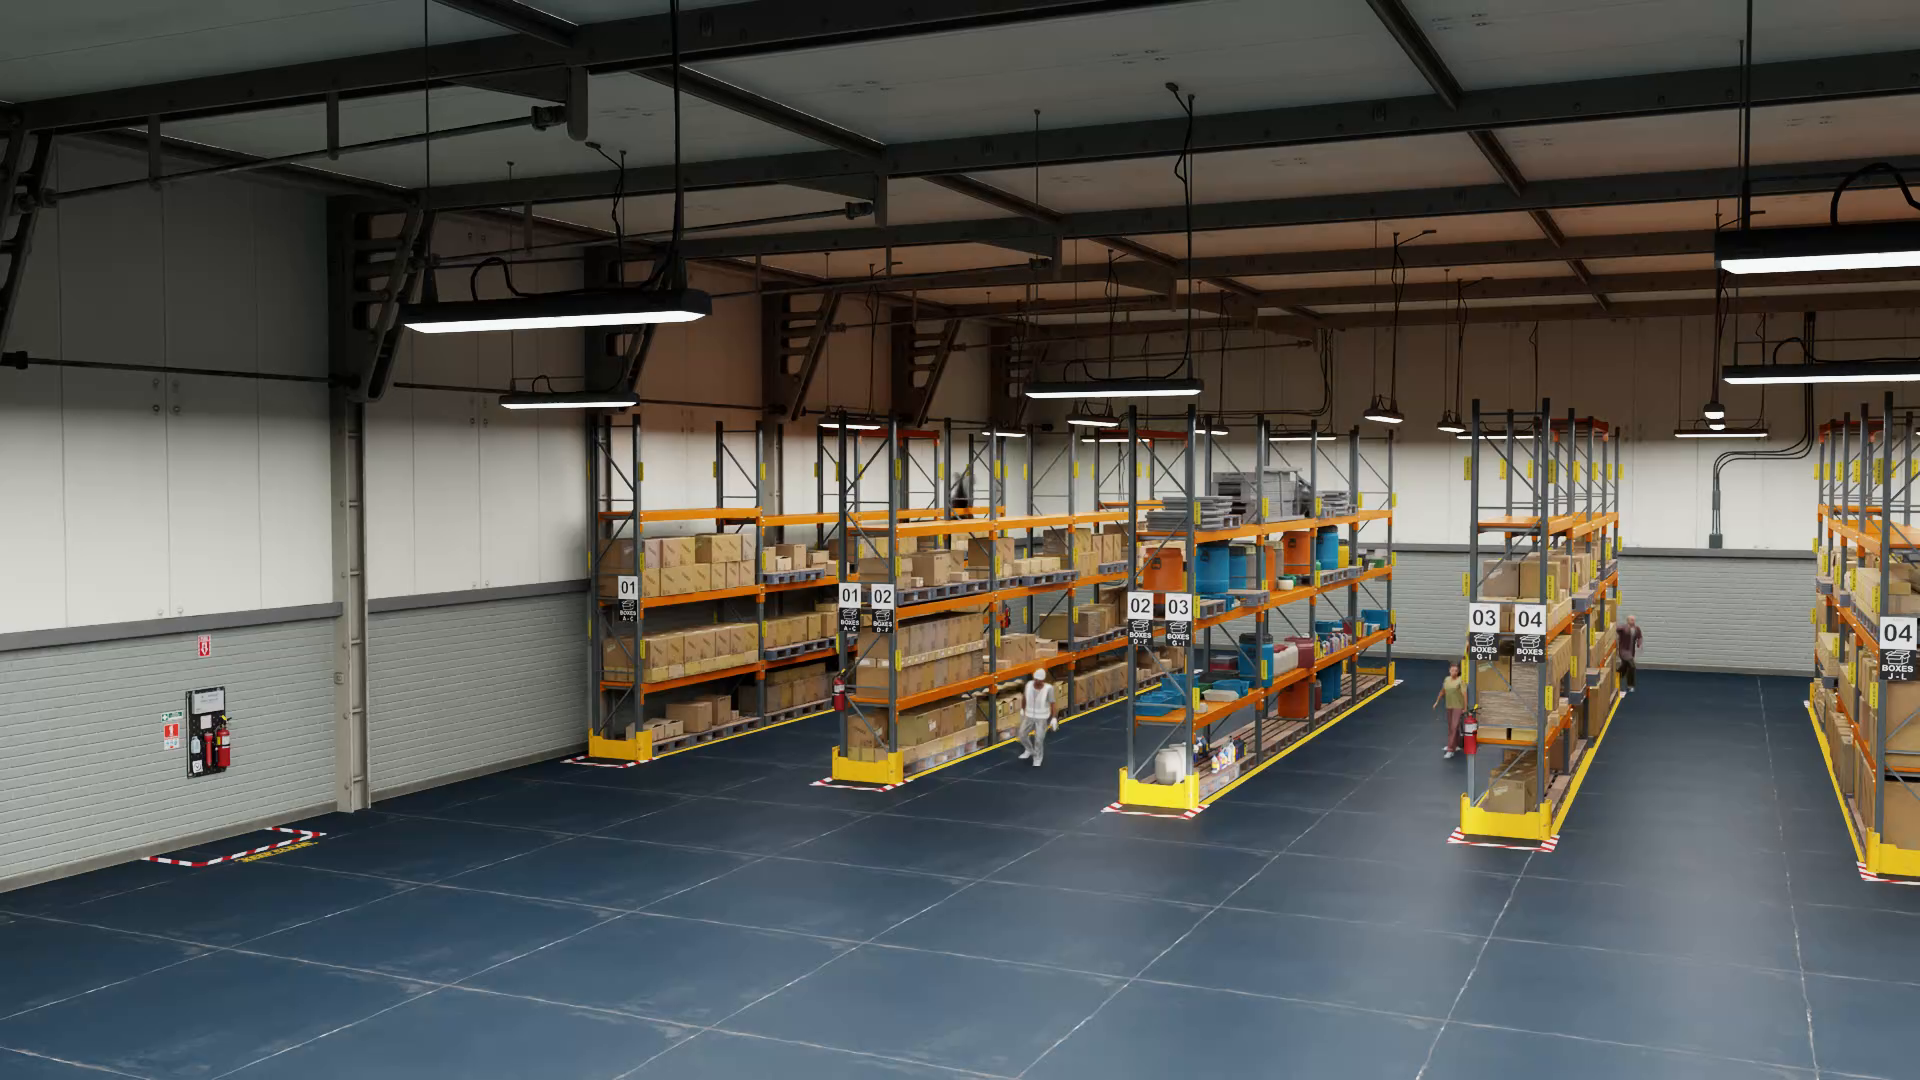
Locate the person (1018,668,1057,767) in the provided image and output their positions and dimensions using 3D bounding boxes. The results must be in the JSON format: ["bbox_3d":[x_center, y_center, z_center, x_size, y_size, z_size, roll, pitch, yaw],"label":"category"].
[{"bbox_3d":[1.310,2.983,28.077,0.808,1.695,0.691,1,3,24],"label":"person"}]

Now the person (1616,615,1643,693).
[{"bbox_3d":[15.204,2.592,38.026,0.690,1.807,0.955,-1,3,-25],"label":"person"}]

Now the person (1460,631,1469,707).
[{"bbox_3d":[10.820,2.736,35.339,0.600,1.683,0.910,-1,3,-24],"label":"person"}]

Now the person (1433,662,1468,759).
[{"bbox_3d":[8.674,2.973,29.344,0.762,1.662,0.611,-1,3,-32],"label":"person"}]
